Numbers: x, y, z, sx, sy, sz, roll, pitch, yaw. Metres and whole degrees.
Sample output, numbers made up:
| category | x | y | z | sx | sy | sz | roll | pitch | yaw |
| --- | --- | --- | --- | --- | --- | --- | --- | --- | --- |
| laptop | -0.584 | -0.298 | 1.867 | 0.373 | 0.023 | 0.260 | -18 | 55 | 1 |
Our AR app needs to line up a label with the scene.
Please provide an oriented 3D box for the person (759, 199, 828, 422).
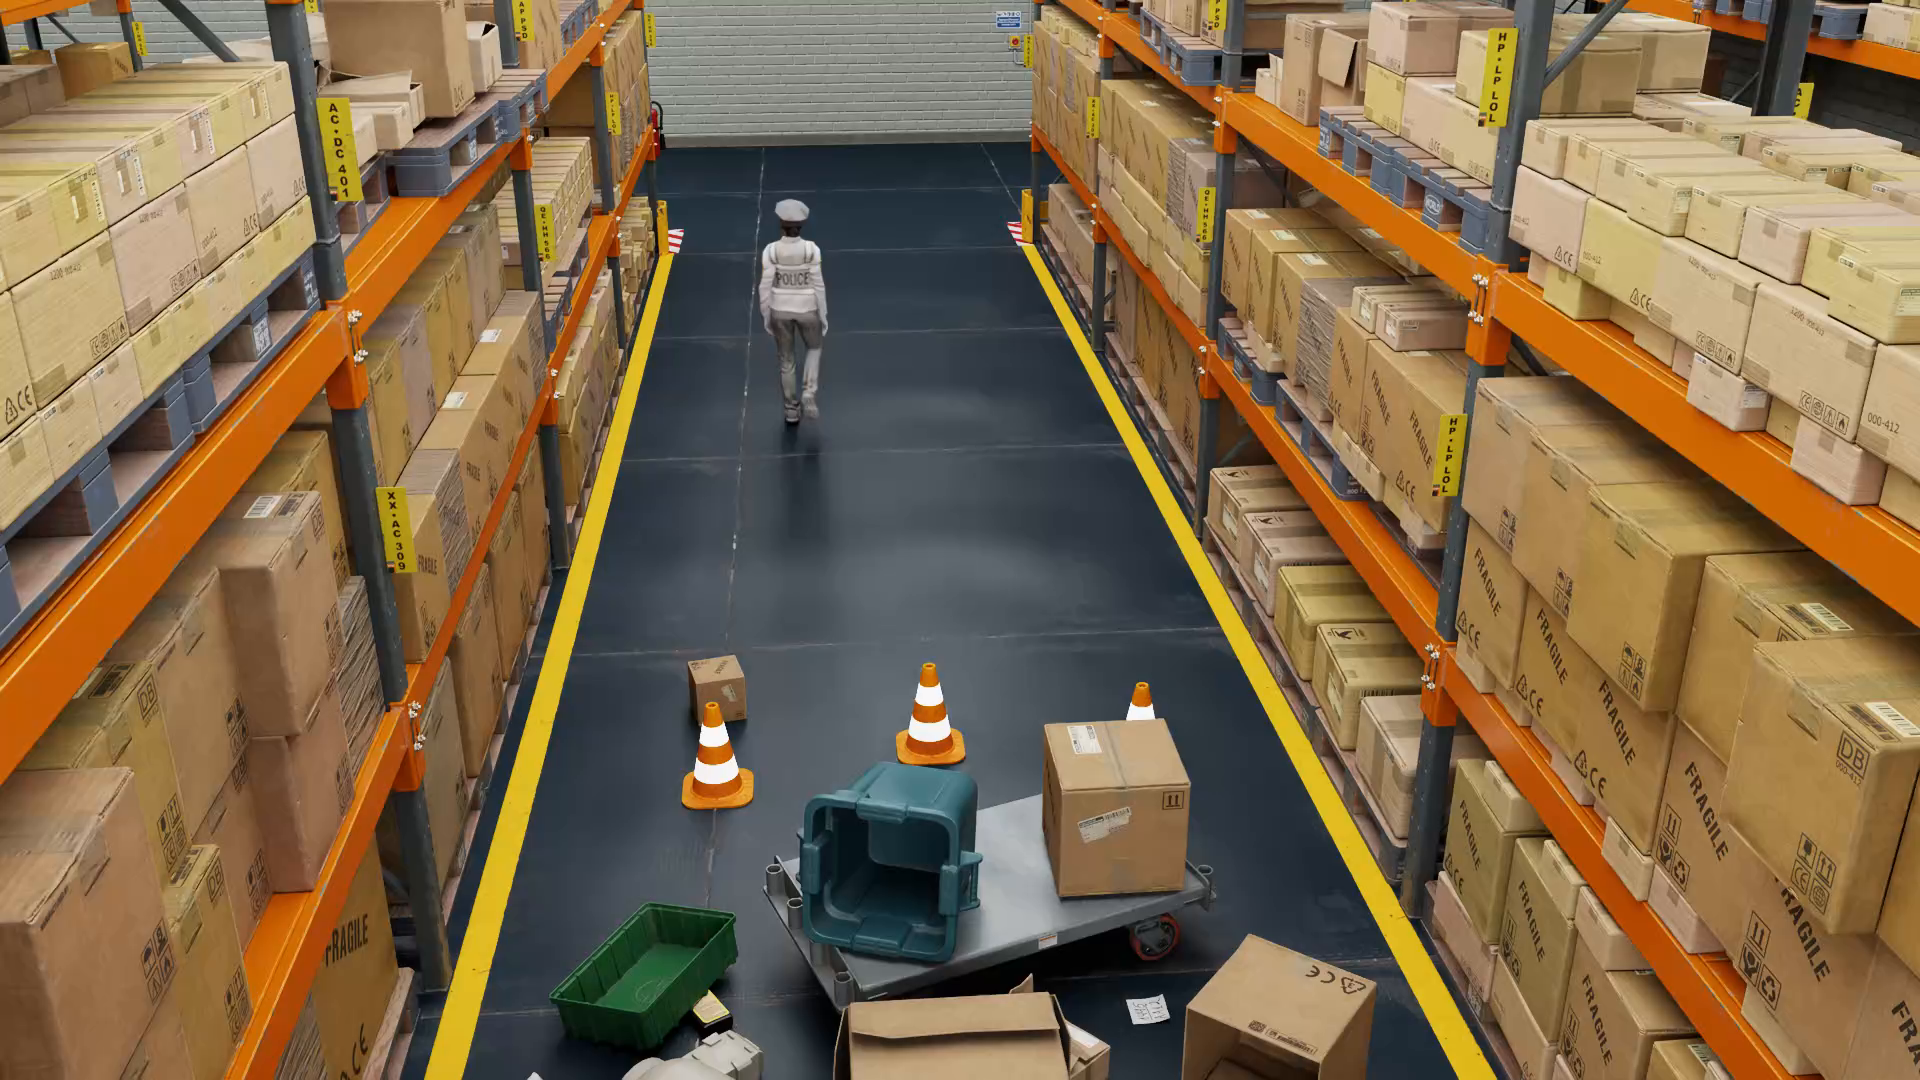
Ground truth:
| category | x | y | z | sx | sy | sz | roll | pitch | yaw |
| --- | --- | --- | --- | --- | --- | --- | --- | --- | --- |
| person | -1.231 | -1.687 | 12.320 | 0.497 | 1.683 | 0.454 | -2 | 24 | -4 |
